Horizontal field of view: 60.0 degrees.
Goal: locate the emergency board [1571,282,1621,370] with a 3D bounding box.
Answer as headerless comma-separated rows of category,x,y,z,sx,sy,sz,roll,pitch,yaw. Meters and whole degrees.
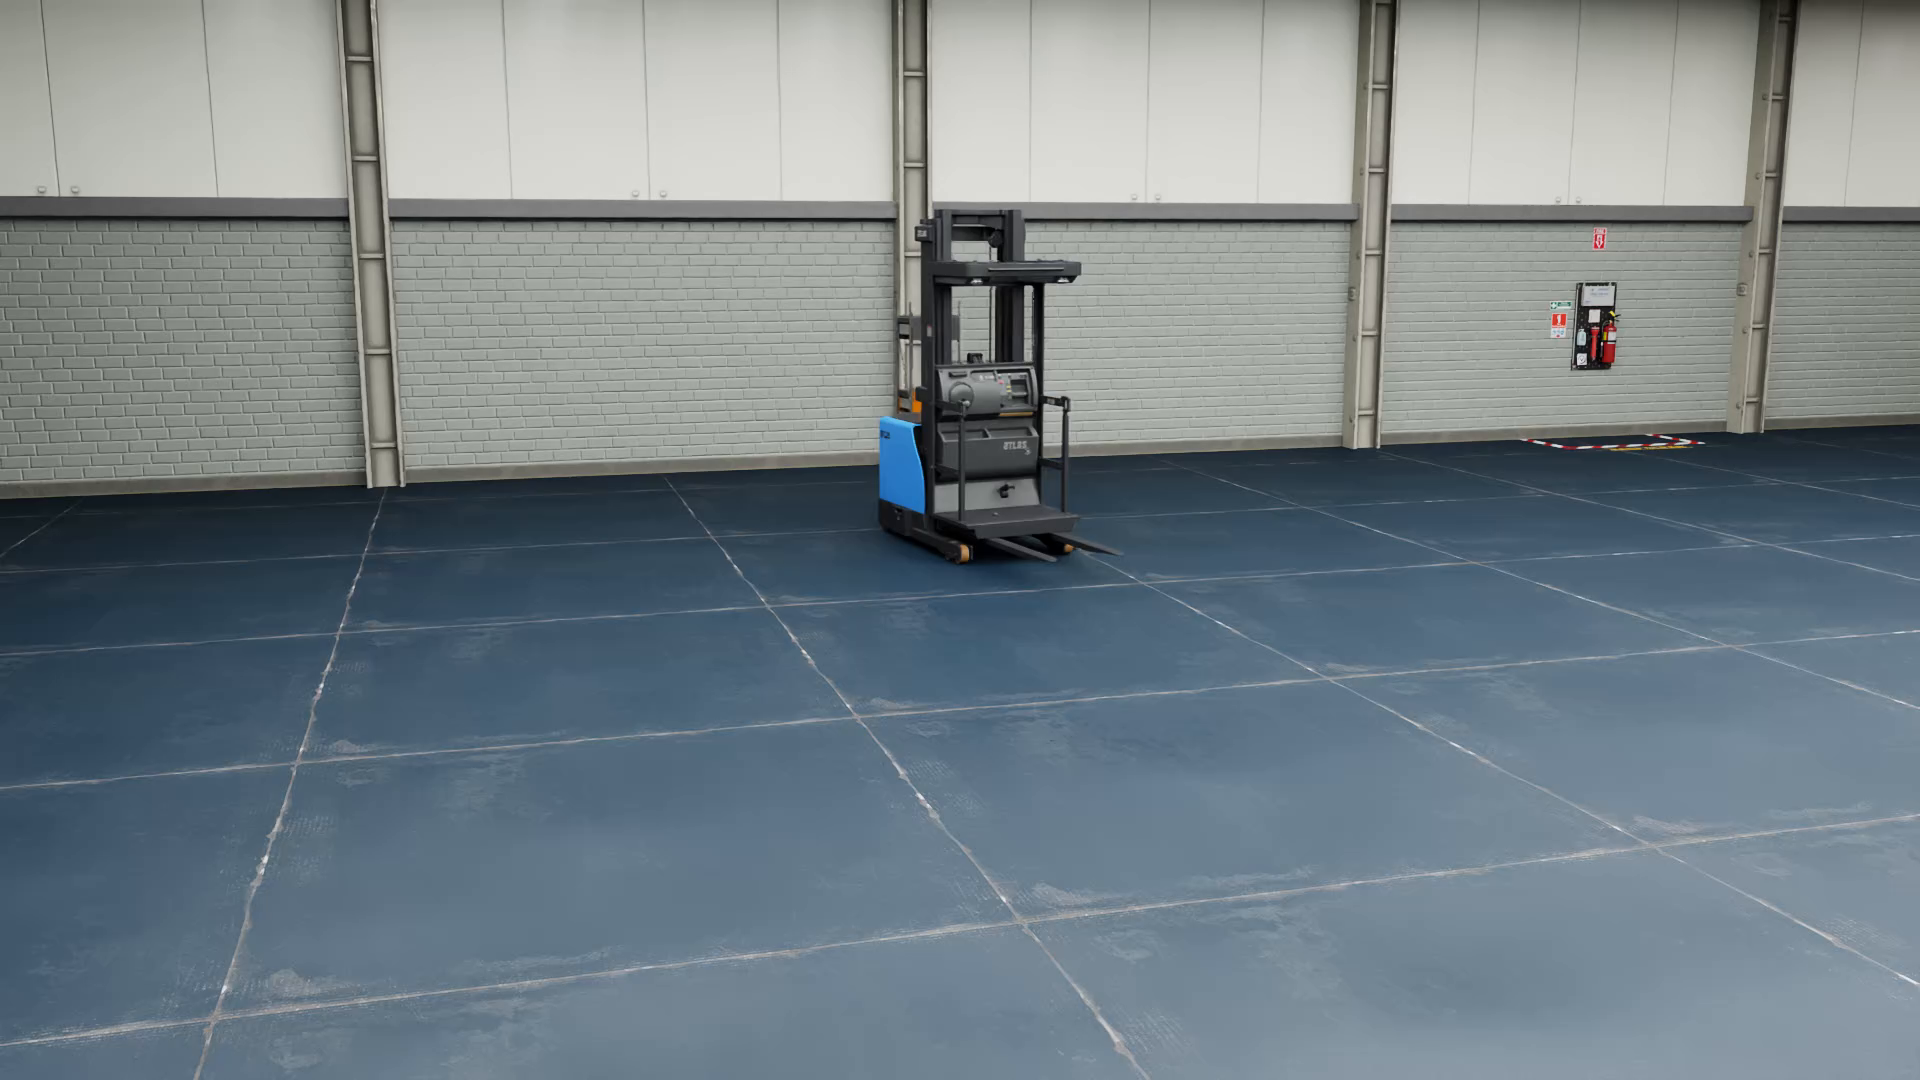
emergency board,8.586,-2.869,22.346,0.643,1.169,0.194,-3,11,-16

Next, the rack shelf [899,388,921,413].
rack shelf,-0.303,-1.214,15.899,0.480,0.518,0.431,-4,11,-23

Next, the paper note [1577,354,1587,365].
paper note,8.396,-2.439,22.442,0.142,0.148,0.016,-3,11,-16

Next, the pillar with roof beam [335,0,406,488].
pillar with roof beam,-5.110,-4.279,13.433,0.400,9.000,9.100,-3,11,-16

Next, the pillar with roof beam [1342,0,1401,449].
pillar with roof beam,6.411,-4.886,16.732,0.400,9.000,9.100,-3,11,-16

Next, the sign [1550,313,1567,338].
sign,8.026,-2.876,22.288,0.234,0.329,0.001,-3,11,-16

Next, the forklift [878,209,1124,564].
forklift,0.340,-1.331,14.178,1.130,2.935,3.031,-5,12,-26

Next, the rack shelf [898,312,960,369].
rack shelf,-0.307,-1.904,15.781,0.480,0.518,0.431,-4,11,-23

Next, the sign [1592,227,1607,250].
sign,8.550,-4.026,22.228,0.199,0.298,0.001,-3,11,-16

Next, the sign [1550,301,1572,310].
sign,8.033,-3.136,22.233,0.331,0.109,0.001,-3,11,-16

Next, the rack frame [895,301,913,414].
rack frame,-0.528,-1.210,15.803,0.015,2.100,0.400,-4,11,-23

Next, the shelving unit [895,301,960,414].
shelving unit,-0.303,-1.227,15.897,0.503,2.100,0.431,-4,11,-23

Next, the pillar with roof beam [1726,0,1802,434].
pillar with roof beam,12.172,-5.189,18.381,0.400,9.000,9.100,-3,11,-16

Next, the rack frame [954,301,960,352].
rack frame,-0.079,-1.245,15.991,0.015,2.100,0.400,-4,11,-23

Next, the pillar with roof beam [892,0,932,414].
pillar with roof beam,0.651,-4.582,15.082,0.400,9.000,9.100,-3,11,-16
